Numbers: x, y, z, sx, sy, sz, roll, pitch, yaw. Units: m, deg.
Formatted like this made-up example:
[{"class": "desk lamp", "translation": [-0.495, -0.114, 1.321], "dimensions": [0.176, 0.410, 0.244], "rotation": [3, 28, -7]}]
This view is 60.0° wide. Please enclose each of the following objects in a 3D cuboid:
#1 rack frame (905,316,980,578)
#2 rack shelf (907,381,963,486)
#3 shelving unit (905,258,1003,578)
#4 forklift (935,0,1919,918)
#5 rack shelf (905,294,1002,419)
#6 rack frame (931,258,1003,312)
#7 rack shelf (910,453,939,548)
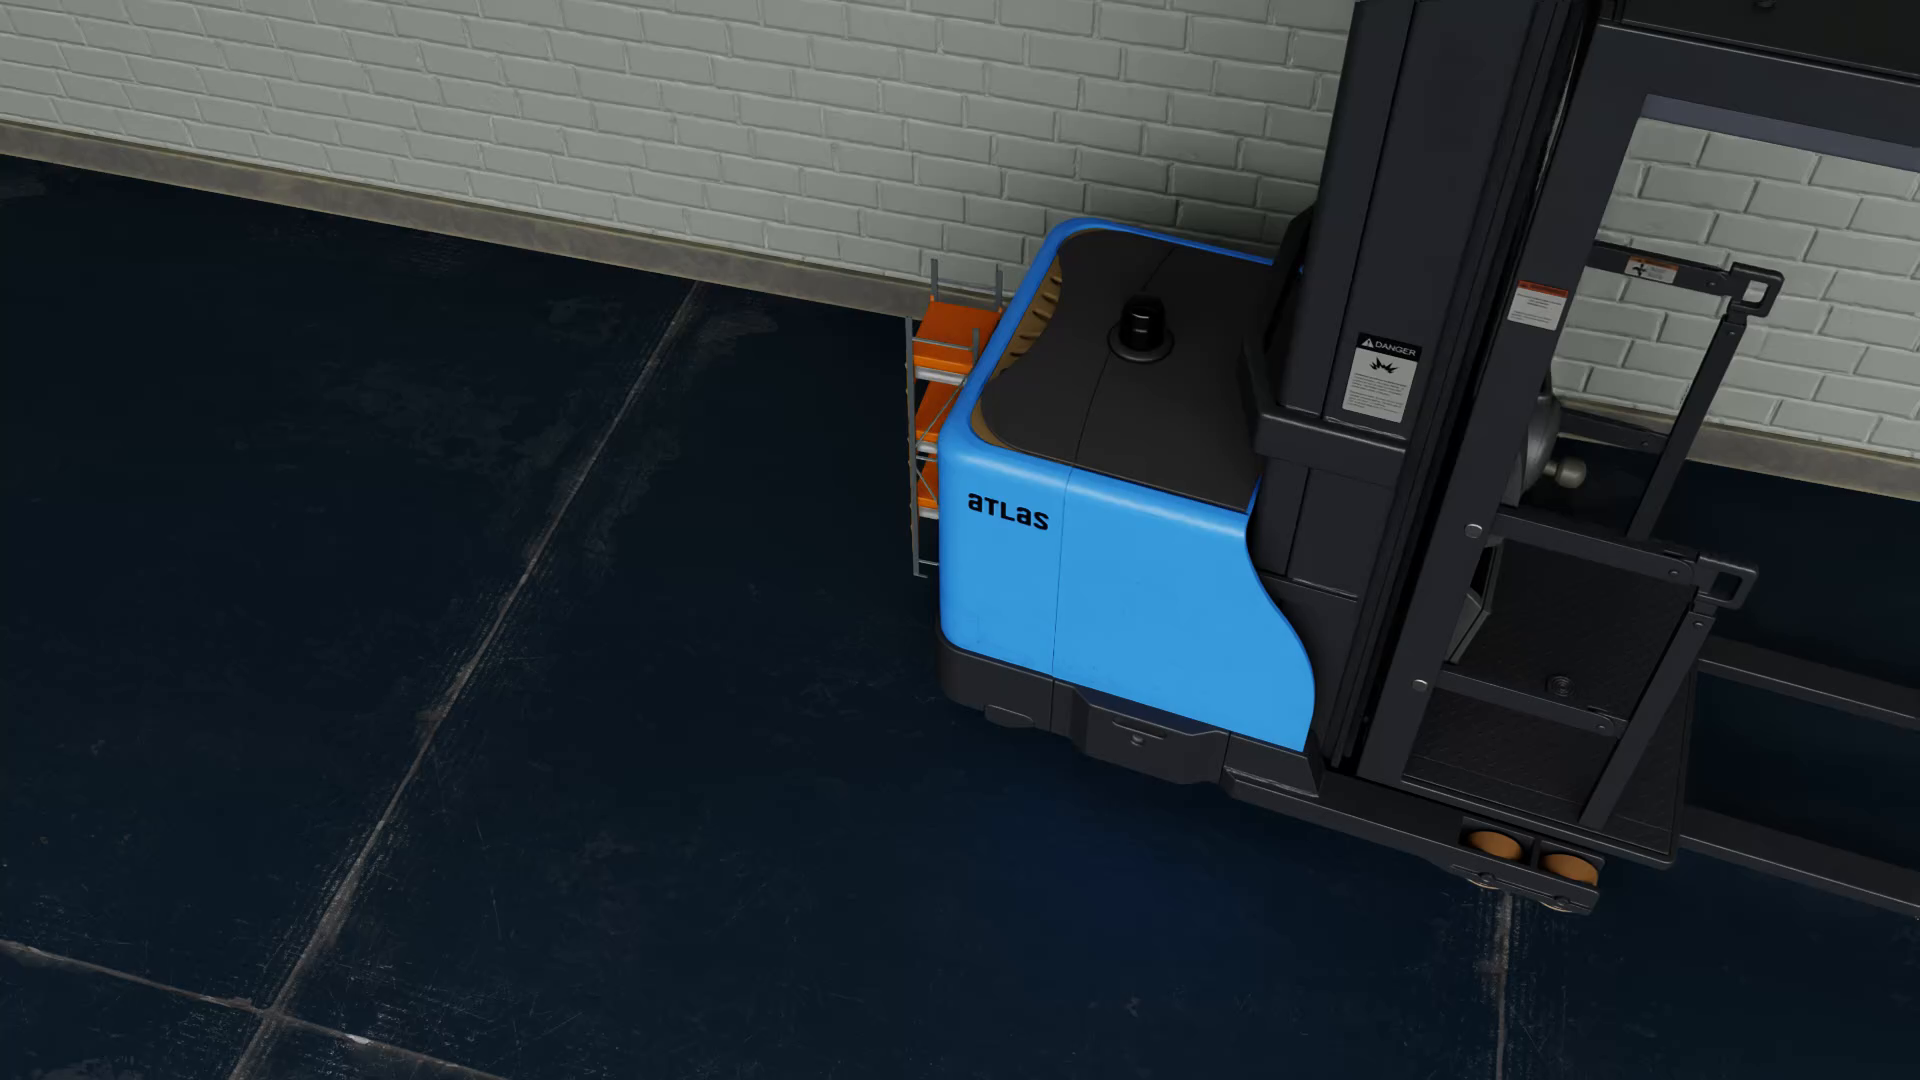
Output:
[{"class": "rack frame", "translation": [-0.046, -0.220, 4.744], "dimensions": [0.200, 1.050, 0.008], "rotation": [12, 50, 10]}, {"class": "rack shelf", "translation": [-0.014, -0.302, 4.830], "dimensions": [0.215, 0.259, 0.240], "rotation": [12, 50, 10]}, {"class": "shelving unit", "translation": [-0.014, -0.309, 4.822], "dimensions": [0.215, 1.050, 0.252], "rotation": [12, 50, 10]}, {"class": "forklift", "translation": [1.501, -0.445, 3.688], "dimensions": [3.031, 2.935, 1.130], "rotation": [16, 51, 14]}, {"class": "rack shelf", "translation": [-0.014, -0.489, 4.617], "dimensions": [0.215, 0.259, 0.240], "rotation": [12, 50, 10]}, {"class": "rack frame", "translation": [0.018, -0.397, 4.900], "dimensions": [0.200, 1.050, 0.008], "rotation": [12, 50, 10]}, {"class": "rack shelf", "translation": [-0.014, -0.118, 5.039], "dimensions": [0.215, 0.259, 0.240], "rotation": [12, 50, 10]}]
